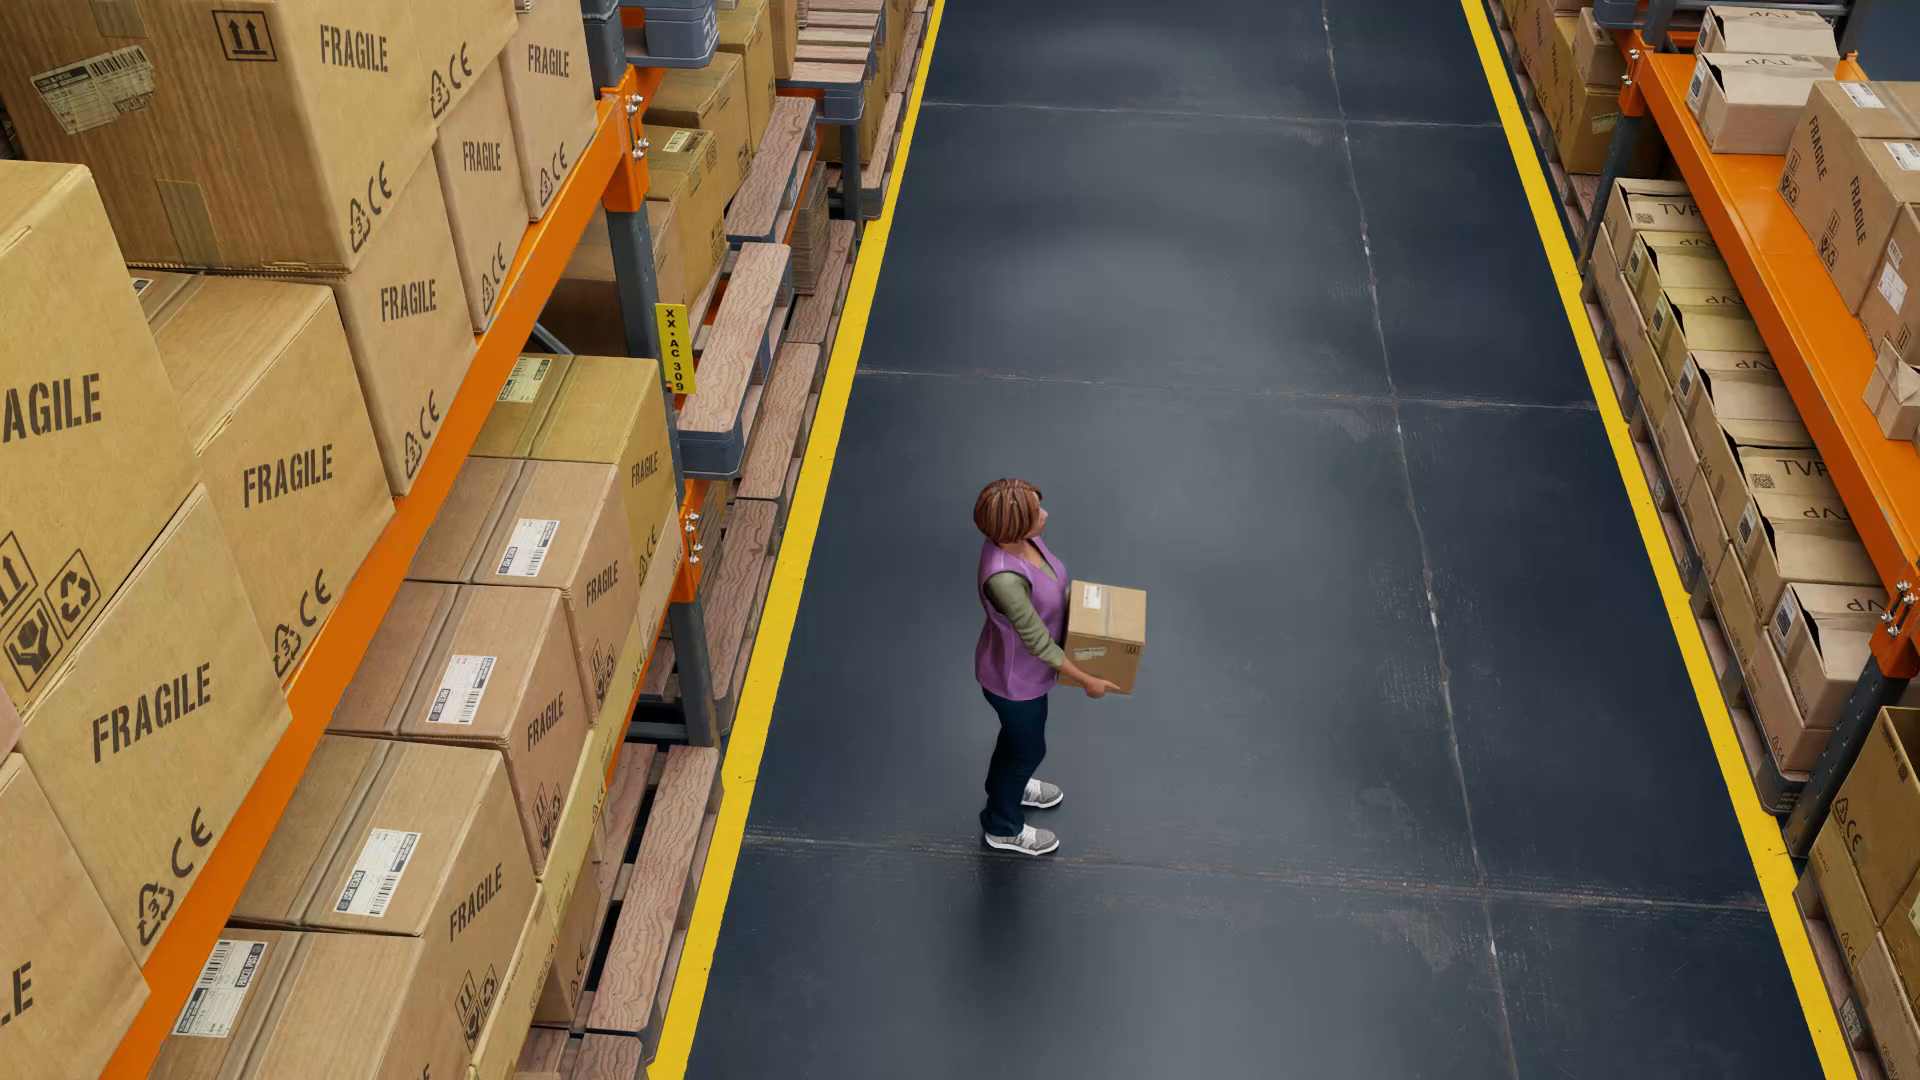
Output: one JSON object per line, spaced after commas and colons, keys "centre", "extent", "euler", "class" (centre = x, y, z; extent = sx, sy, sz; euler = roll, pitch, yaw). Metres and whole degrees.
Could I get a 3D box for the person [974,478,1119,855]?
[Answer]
{"centre": [0.293, 0.442, 5.655], "extent": [0.497, 1.590, 0.405], "euler": [4, 41, 4], "class": "person"}
